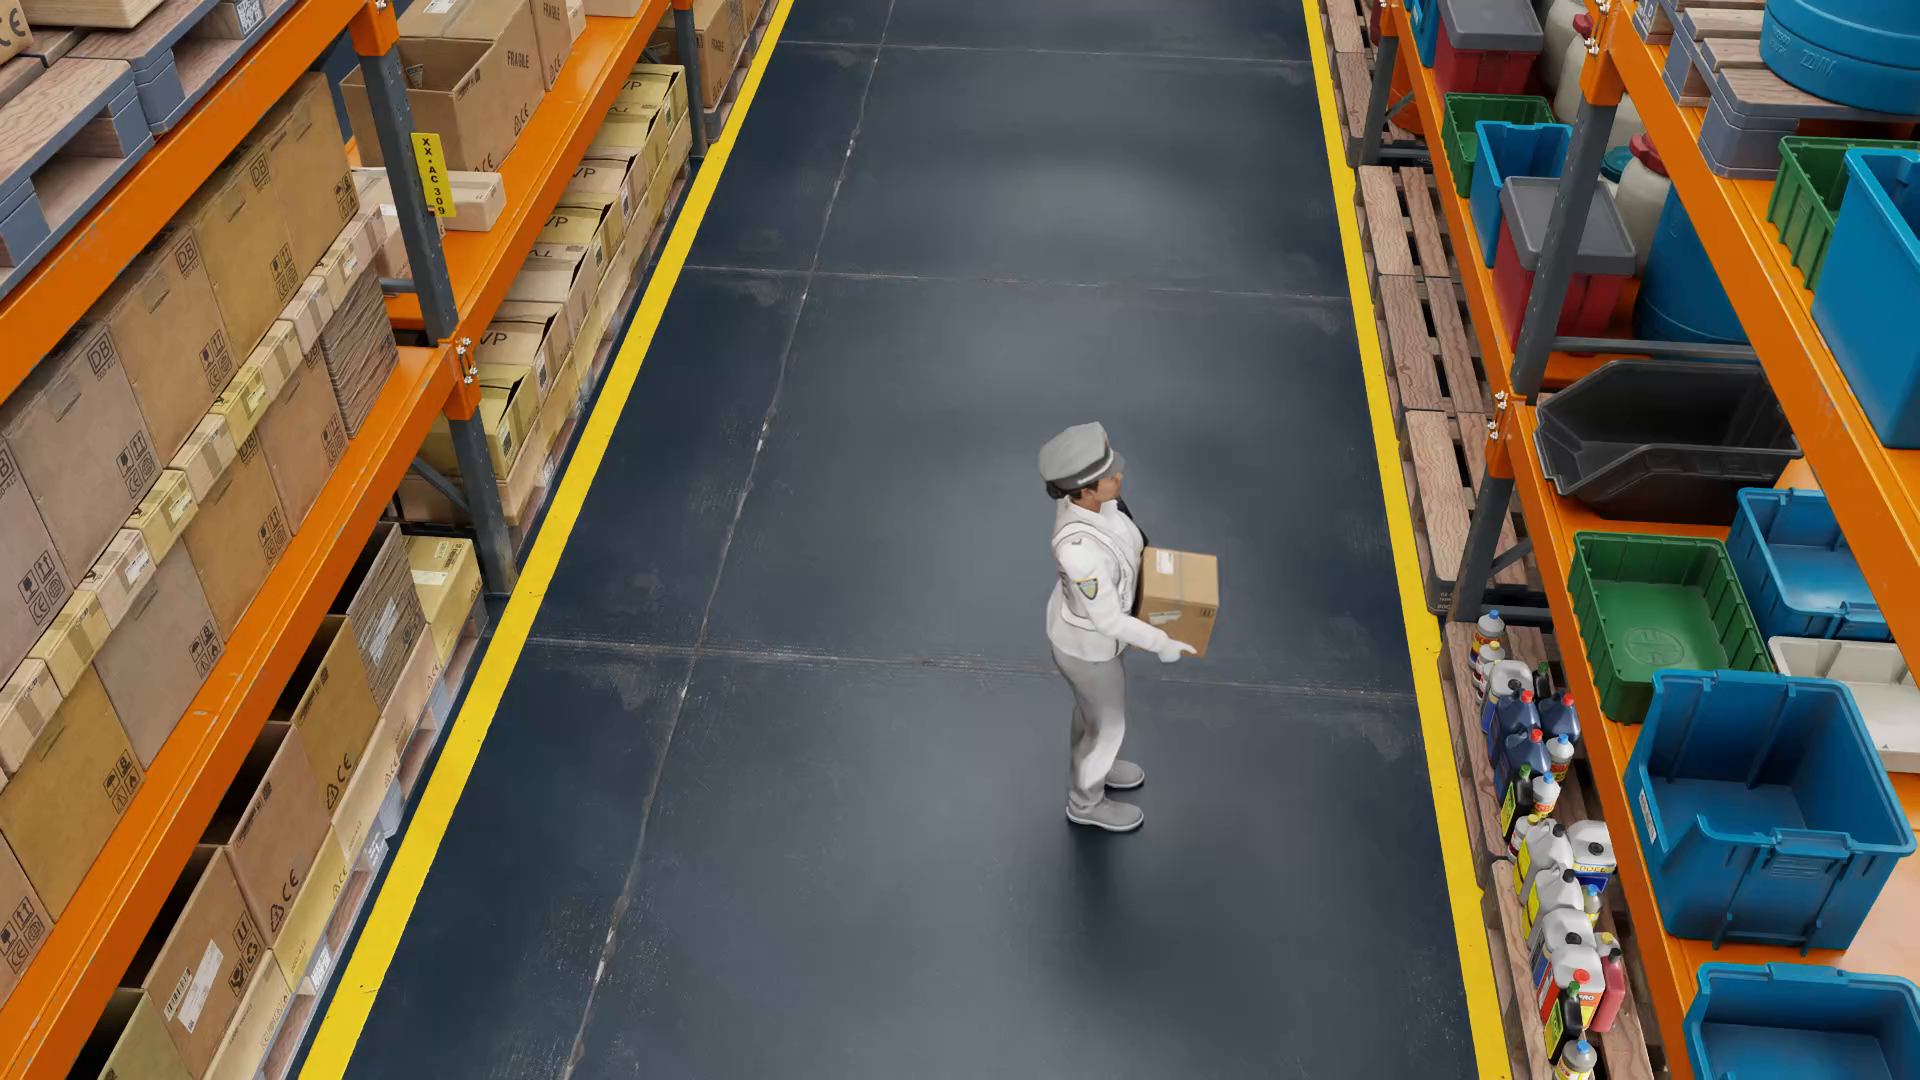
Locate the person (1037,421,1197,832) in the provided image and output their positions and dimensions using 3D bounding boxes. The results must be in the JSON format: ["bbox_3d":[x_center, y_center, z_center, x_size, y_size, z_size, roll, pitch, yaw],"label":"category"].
[{"bbox_3d":[0.527,0.322,5.755,0.562,1.687,0.461,3,40,4],"label":"person"}]
